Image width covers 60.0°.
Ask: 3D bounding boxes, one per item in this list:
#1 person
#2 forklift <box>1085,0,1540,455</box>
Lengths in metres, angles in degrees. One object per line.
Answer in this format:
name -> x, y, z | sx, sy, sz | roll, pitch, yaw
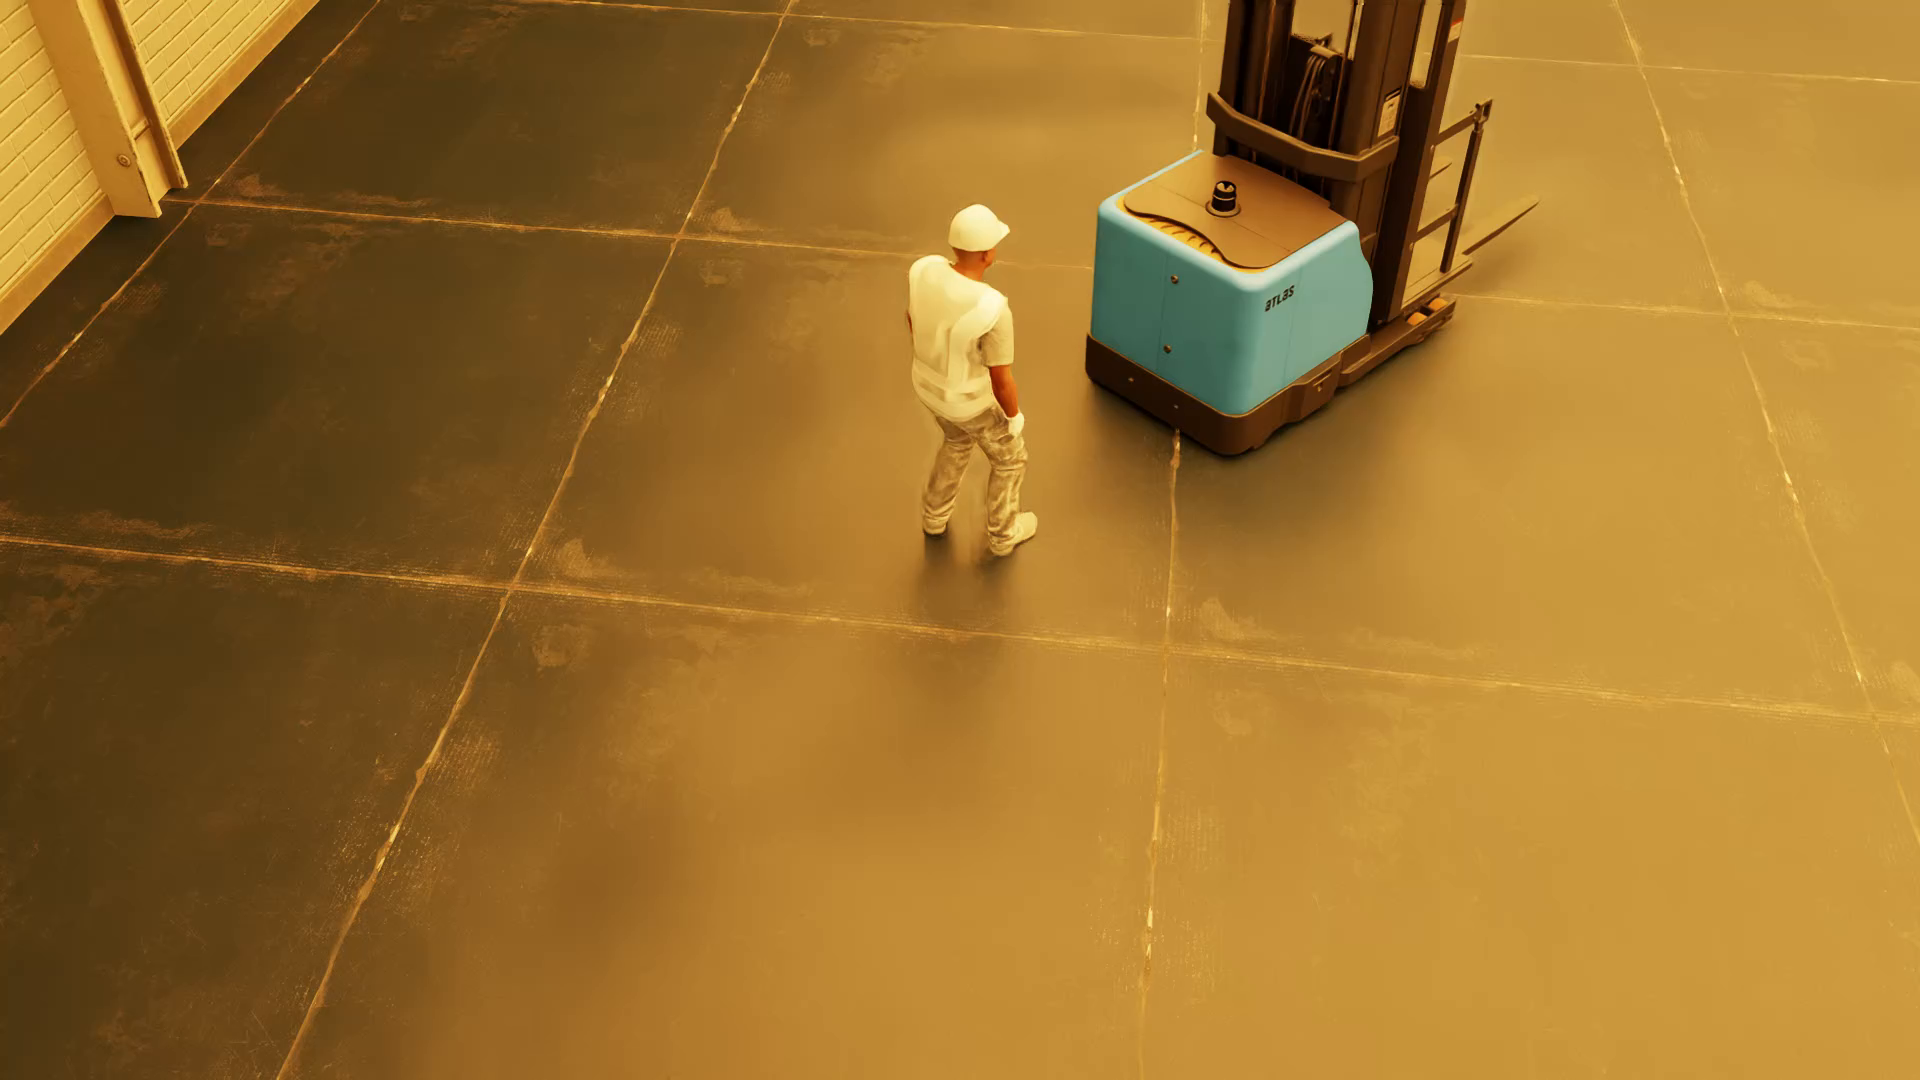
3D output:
person -> 0.061, -0.701, 7.363 | 0.512, 1.756, 0.664 | -30, 50, -29
forklift -> 2.074, -2.379, 8.314 | 3.031, 2.935, 1.130 | -33, 52, -30
